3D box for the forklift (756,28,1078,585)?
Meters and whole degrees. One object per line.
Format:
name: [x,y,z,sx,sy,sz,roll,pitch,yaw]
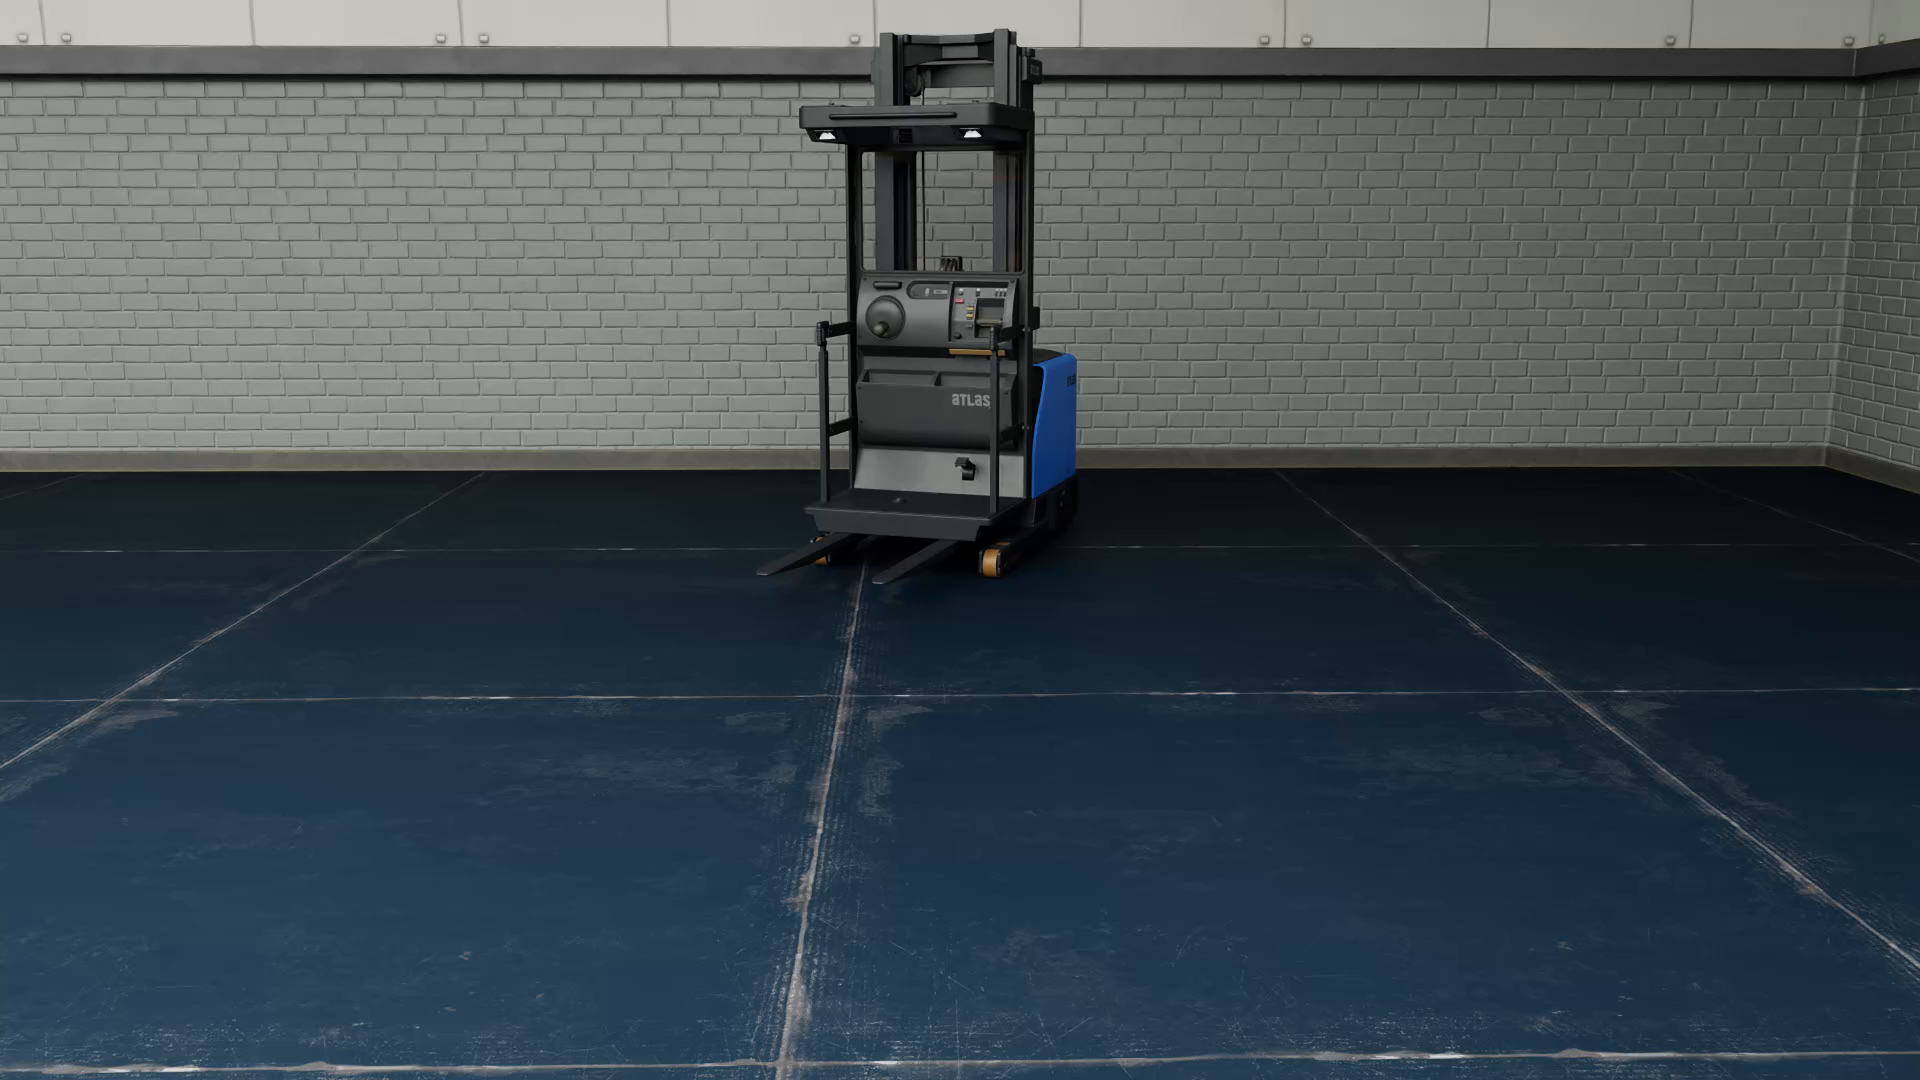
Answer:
forklift: [-0.200,-1.318,9.182,1.130,2.935,3.031,4,12,18]
